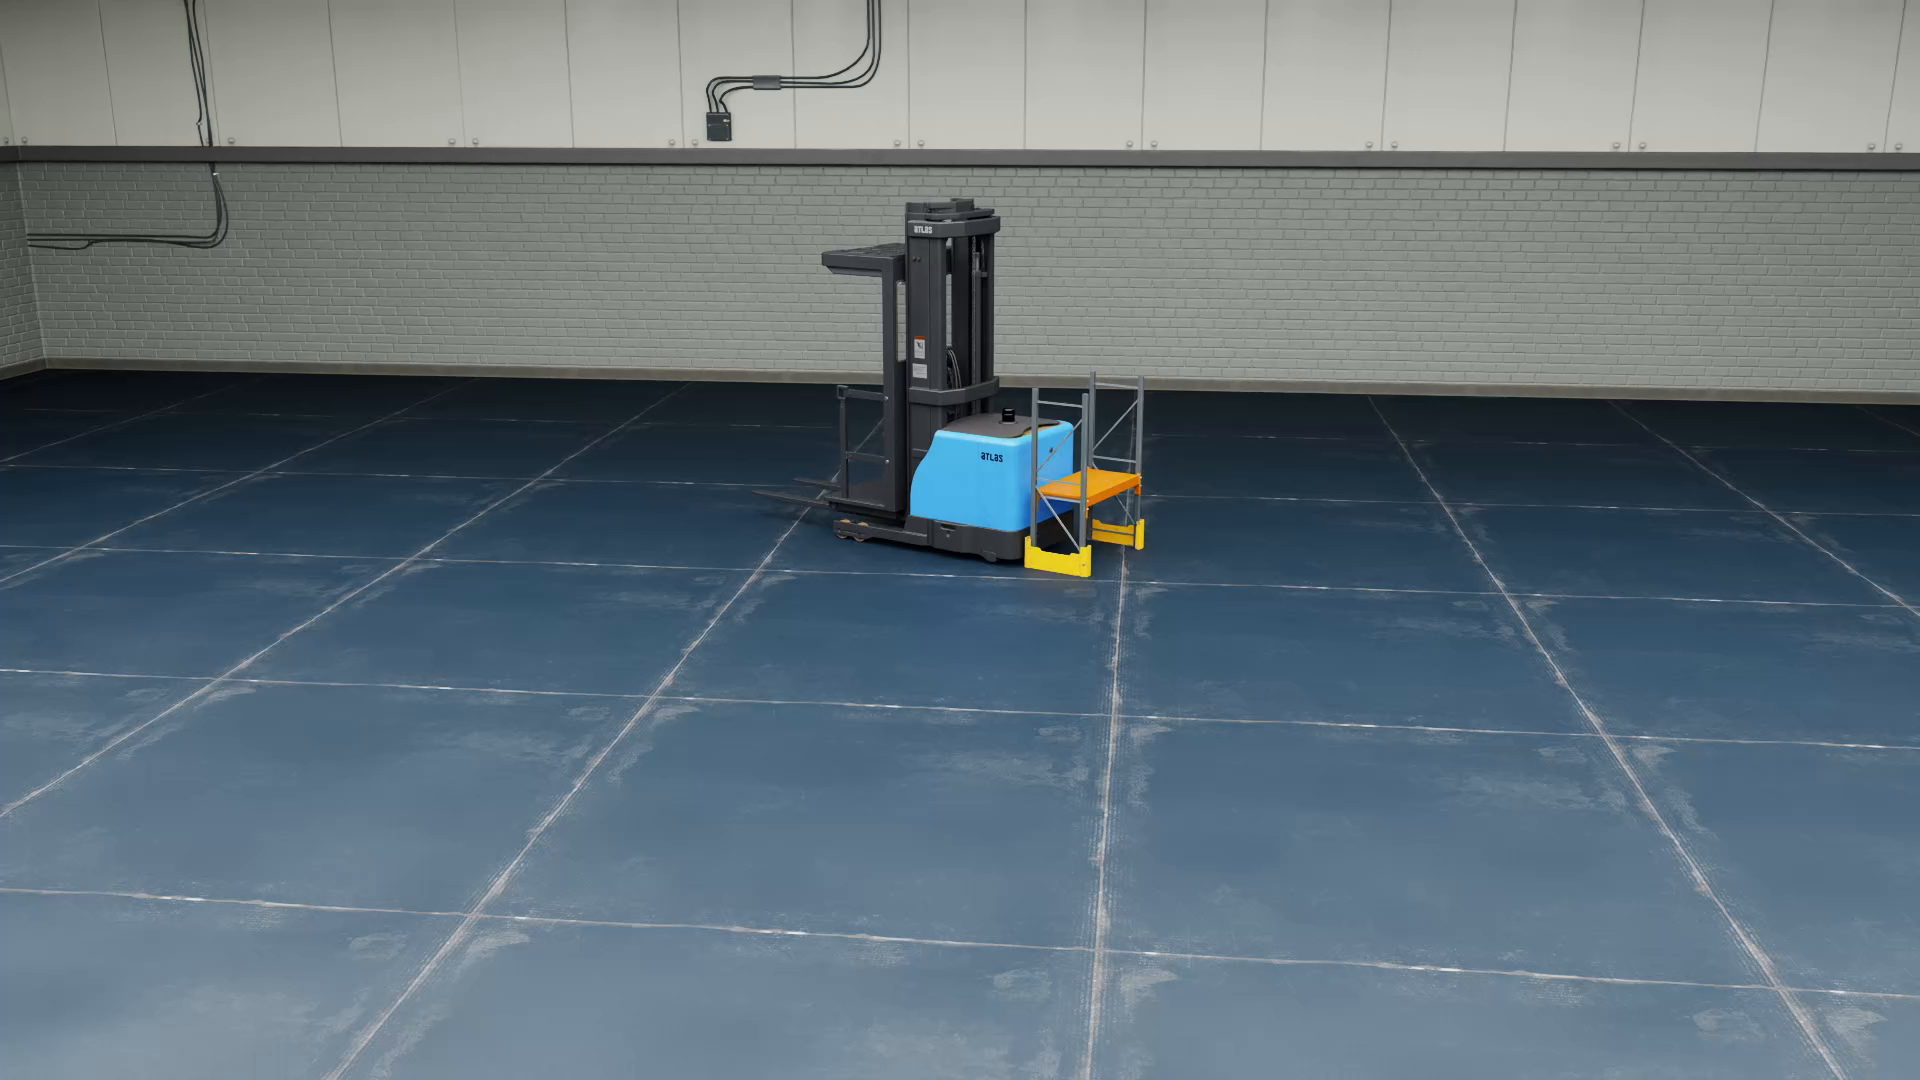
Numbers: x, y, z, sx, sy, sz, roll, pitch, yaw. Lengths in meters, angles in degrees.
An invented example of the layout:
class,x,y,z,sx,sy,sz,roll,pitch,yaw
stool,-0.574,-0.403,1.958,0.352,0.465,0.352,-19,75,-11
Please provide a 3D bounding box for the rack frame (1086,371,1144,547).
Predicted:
class,x,y,z,sx,sy,sz,roll,pitch,yaw
rack frame,1.335,-0.694,14.353,0.500,1.500,0.032,9,18,30

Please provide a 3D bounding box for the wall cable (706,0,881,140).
class,x,y,z,sx,sy,sz,roll,pitch,yaw
wall cable,-2.156,-8.099,20.859,2.305,6.003,0.169,2,15,6

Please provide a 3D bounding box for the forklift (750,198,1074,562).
class,x,y,z,sx,sy,sz,roll,pitch,yaw
forklift,-0.516,-1.505,14.615,3.031,2.935,1.130,10,18,33

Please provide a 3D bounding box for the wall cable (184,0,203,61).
class,x,y,z,sx,sy,sz,roll,pitch,yaw
wall cable,-8.899,-7.600,21.803,3.097,2.526,0.112,2,15,6

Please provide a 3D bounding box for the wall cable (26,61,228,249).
class,x,y,z,sx,sy,sz,roll,pitch,yaw
wall cable,-11.587,-5.242,22.757,3.097,2.526,0.112,2,15,6

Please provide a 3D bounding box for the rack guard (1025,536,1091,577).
class,x,y,z,sx,sy,sz,roll,pitch,yaw
rack guard,0.802,0.135,13.682,0.587,0.250,0.087,9,18,30

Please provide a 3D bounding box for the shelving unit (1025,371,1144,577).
class,x,y,z,sx,sy,sz,roll,pitch,yaw
shelving unit,1.064,-0.579,13.928,0.587,1.500,1.083,9,18,30

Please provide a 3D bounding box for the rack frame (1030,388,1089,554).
class,x,y,z,sx,sy,sz,roll,pitch,yaw
rack frame,0.802,-0.468,13.517,0.500,1.500,0.032,9,18,30

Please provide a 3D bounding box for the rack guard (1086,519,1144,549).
class,x,y,z,sx,sy,sz,roll,pitch,yaw
rack guard,1.325,-0.086,14.501,0.587,0.250,0.087,9,18,30

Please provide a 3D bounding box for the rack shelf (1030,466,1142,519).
class,x,y,z,sx,sy,sz,roll,pitch,yaw
rack shelf,1.069,-0.407,13.982,0.538,0.185,1.000,9,18,30
